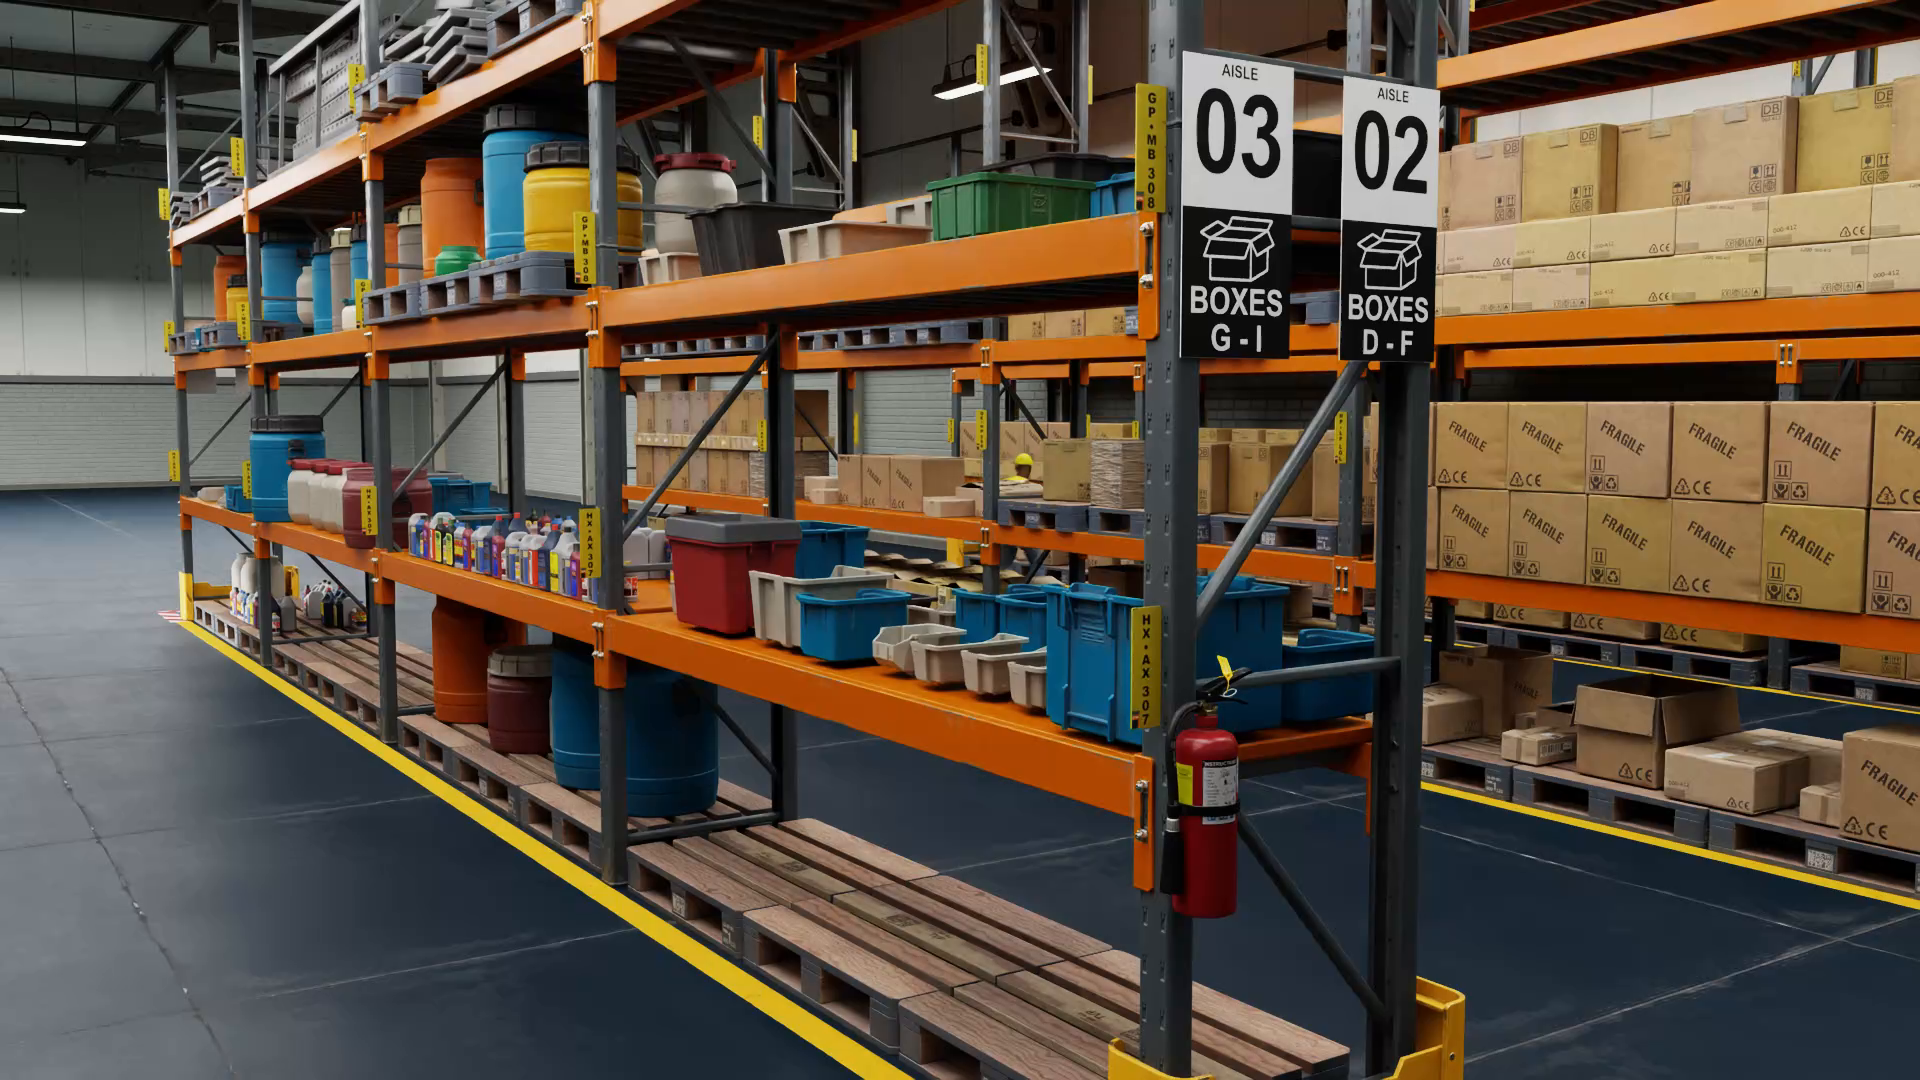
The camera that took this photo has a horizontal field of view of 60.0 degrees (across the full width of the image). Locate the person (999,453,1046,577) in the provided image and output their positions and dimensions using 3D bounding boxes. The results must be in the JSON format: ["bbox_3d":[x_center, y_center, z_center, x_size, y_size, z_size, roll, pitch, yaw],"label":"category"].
[{"bbox_3d":[0.697,-0.109,18.710,0.996,1.734,0.700,-3,5,-32],"label":"person"}]
